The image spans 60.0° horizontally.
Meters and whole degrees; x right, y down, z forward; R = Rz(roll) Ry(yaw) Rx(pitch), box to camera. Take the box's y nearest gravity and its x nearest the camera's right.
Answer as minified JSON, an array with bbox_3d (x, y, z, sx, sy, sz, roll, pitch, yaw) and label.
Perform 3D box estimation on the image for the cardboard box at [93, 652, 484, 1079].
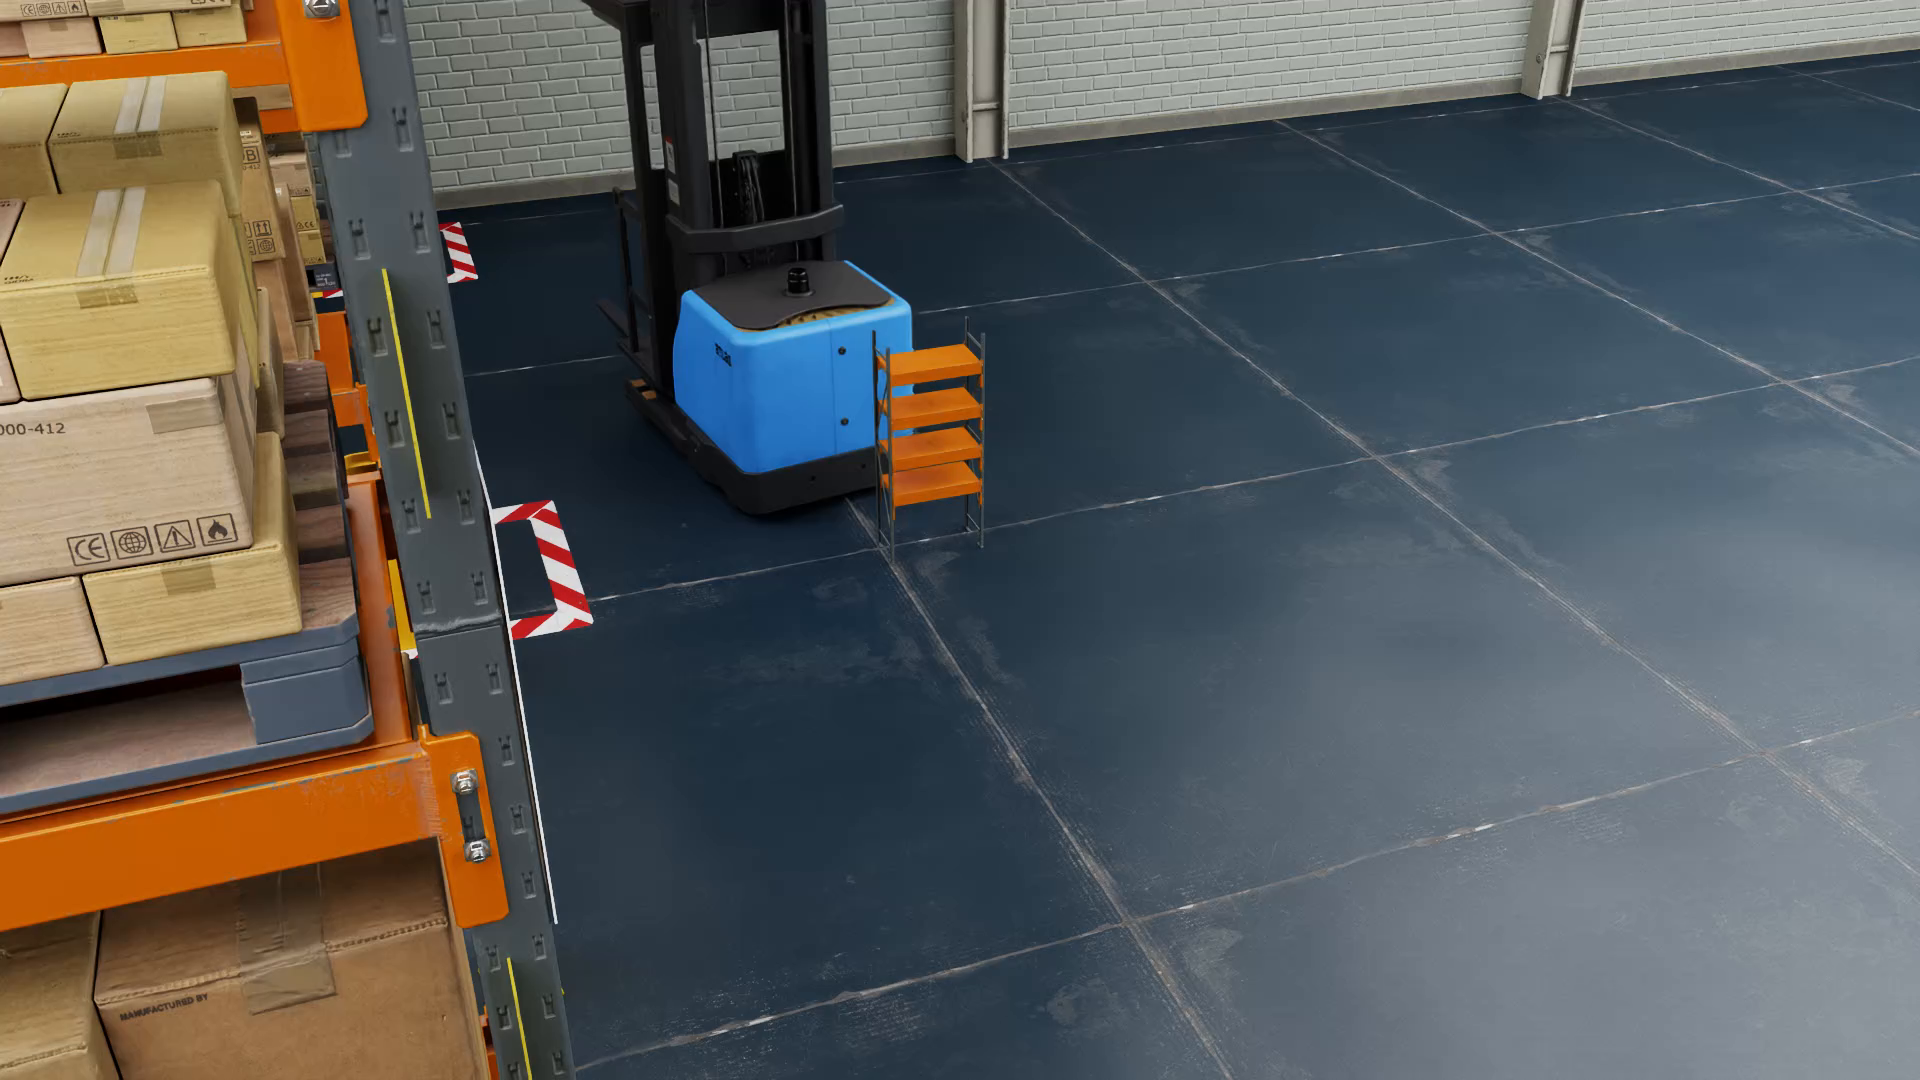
[{"bbox_3d":[-1.273,0.720,3.215,0.550,0.550,0.875,-10,31,-18],"label":"cardboard box"}]

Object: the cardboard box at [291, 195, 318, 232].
[{"bbox_3d":[-4.814,-2.350,11.692,0.500,0.250,0.500,-11,31,-18],"label":"cardboard box"}]

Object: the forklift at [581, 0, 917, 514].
[{"bbox_3d":[-1.398,-2.108,9.488,1.130,2.935,3.031,-15,33,-25],"label":"forklift"}]

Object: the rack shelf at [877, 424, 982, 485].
[{"bbox_3d":[-0.155,-0.434,8.436,0.480,0.148,0.258,-10,31,-18],"label":"rack shelf"}]

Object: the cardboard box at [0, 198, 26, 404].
[{"bbox_3d":[-1.344,-0.301,2.141,0.250,0.149,0.380,-10,31,-17],"label":"cardboard box"}]

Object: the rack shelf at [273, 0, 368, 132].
[{"bbox_3d":[-2.786,-0.567,1.786,4.000,0.370,1.077,-10,31,-18],"label":"rack shelf"}]

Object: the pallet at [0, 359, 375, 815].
[{"bbox_3d":[-1.603,0.076,2.646,1.213,0.211,1.003,-10,31,-18],"label":"pallet"}]

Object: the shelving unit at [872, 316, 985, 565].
[{"bbox_3d":[-0.155,-0.493,8.403,0.503,1.200,0.258,-10,31,-18],"label":"shelving unit"}]

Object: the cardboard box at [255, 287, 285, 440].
[{"bbox_3d":[-1.345,-0.302,2.948,0.250,0.149,0.380,-10,31,-17],"label":"cardboard box"}]

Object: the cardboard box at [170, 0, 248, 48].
[{"bbox_3d":[-2.969,-2.074,6.584,0.250,0.149,0.380,-10,31,-17],"label":"cardboard box"}]

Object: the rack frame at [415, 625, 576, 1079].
[{"bbox_3d":[-0.912,1.208,3.600,0.127,3.000,1.000,-10,31,-18],"label":"rack frame"}]

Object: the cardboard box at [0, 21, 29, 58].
[{"bbox_3d":[-3.713,-1.973,6.407,0.250,0.149,0.380,-10,31,-17],"label":"cardboard box"}]

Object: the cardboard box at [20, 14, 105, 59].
[{"bbox_3d":[-3.452,-1.986,6.429,0.250,0.149,0.380,-9,31,-16],"label":"cardboard box"}]

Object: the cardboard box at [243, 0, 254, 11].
[{"bbox_3d":[-3.157,-2.359,7.084,0.250,0.149,0.380,-10,31,-18],"label":"cardboard box"}]

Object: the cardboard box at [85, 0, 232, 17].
[{"bbox_3d":[-3.118,-2.225,6.447,0.500,0.250,0.500,-11,31,-18],"label":"cardboard box"}]

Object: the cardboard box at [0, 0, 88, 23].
[{"bbox_3d":[-3.595,-2.145,6.306,0.500,0.250,0.500,-11,31,-18],"label":"cardboard box"}]

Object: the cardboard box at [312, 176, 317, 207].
[{"bbox_3d":[-4.980,-2.594,12.121,0.500,0.250,0.500,-10,31,-17],"label":"cardboard box"}]

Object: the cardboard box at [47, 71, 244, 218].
[{"bbox_3d":[-1.336,-0.649,2.751,0.250,0.149,0.380,-10,31,-17],"label":"cardboard box"}]

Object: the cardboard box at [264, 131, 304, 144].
[{"bbox_3d":[-4.983,-2.801,11.979,0.500,0.250,0.500,-11,31,-18],"label":"cardboard box"}]

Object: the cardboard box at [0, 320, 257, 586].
[{"bbox_3d":[-1.273,-0.171,2.316,0.500,0.250,0.500,-10,31,-17],"label":"cardboard box"}]

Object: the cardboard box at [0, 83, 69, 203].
[{"bbox_3d":[-1.571,-0.606,2.676,0.250,0.149,0.380,-10,31,-17],"label":"cardboard box"}]

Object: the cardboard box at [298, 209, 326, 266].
[{"bbox_3d":[-4.797,-2.134,11.818,0.500,0.250,0.500,-10,31,-17],"label":"cardboard box"}]

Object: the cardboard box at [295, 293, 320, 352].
[{"bbox_3d":[-3.123,-1.000,7.728,0.250,0.149,0.380,-10,31,-17],"label":"cardboard box"}]

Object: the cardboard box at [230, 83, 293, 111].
[{"bbox_3d":[-4.837,-3.210,11.254,0.500,0.500,0.500,-11,32,-19],"label":"cardboard box"}]

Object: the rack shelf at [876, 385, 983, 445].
[{"bbox_3d":[-0.155,-0.629,8.325,0.480,0.148,0.258,-10,31,-18],"label":"rack shelf"}]

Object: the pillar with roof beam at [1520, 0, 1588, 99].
[{"bbox_3d":[7.314,-6.352,10.809,0.400,9.000,9.100,-10,31,-18],"label":"pillar with roof beam"}]

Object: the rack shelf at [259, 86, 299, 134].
[{"bbox_3d":[-6.341,-2.716,11.213,4.000,0.370,1.077,-10,31,-18],"label":"rack shelf"}]

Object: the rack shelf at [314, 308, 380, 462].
[{"bbox_3d":[-4.607,-0.414,7.172,4.000,0.370,1.077,-10,31,-18],"label":"rack shelf"}]

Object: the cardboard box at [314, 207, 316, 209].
[{"bbox_3d":[-4.995,-2.367,12.228,0.500,0.250,0.500,-10,31,-17],"label":"cardboard box"}]

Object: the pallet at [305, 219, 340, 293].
[{"bbox_3d":[-5.169,-2.011,12.066,1.213,0.211,1.003,-10,31,-18],"label":"pallet"}]

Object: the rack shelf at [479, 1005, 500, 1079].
[{"bbox_3d":[-2.786,1.866,3.172,4.000,0.370,1.077,-10,31,-18],"label":"rack shelf"}]

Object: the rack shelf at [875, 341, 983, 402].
[{"bbox_3d":[-0.155,-0.834,8.208,0.480,0.148,0.258,-10,31,-18],"label":"rack shelf"}]

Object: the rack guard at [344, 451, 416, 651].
[{"bbox_3d":[-2.804,0.028,8.196,0.348,0.500,1.175,-10,31,-18],"label":"rack guard"}]

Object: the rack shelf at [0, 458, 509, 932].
[{"bbox_3d":[-2.786,0.562,2.429,4.000,0.370,1.077,-10,31,-18],"label":"rack shelf"}]

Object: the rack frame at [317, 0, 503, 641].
[{"bbox_3d":[-0.912,-1.399,2.115,0.127,3.000,1.000,-10,31,-18],"label":"rack frame"}]

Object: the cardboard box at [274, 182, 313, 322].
[{"bbox_3d":[-3.273,-1.291,7.584,0.500,0.500,0.500,-11,31,-18],"label":"cardboard box"}]

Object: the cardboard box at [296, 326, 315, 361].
[{"bbox_3d":[-3.008,-0.798,7.375,0.250,0.149,0.380,-9,31,-16],"label":"cardboard box"}]

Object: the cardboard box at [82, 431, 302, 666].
[{"bbox_3d":[-1.105,0.002,2.414,0.250,0.149,0.380,-11,31,-18],"label":"cardboard box"}]

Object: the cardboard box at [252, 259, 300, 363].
[{"bbox_3d":[-3.145,-1.023,7.113,0.500,0.500,0.500,-11,31,-19],"label":"cardboard box"}]

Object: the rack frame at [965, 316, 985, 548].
[{"bbox_3d":[0.074,-0.535,8.477,0.015,1.200,0.240,-10,31,-18],"label":"rack frame"}]

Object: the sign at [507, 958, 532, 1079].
[{"bbox_3d":[-0.736,0.856,2.809,0.005,0.325,0.100,-10,31,-18],"label":"sign"}]

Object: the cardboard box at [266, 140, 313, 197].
[{"bbox_3d":[-4.790,-2.572,11.577,0.500,0.250,0.500,-9,31,-16],"label":"cardboard box"}]

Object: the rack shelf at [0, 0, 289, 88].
[{"bbox_3d":[-4.607,-1.717,6.430,4.000,0.370,1.077,-10,31,-18],"label":"rack shelf"}]

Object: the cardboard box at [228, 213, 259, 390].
[{"bbox_3d":[-1.454,-0.421,2.755,0.500,0.250,0.500,-11,31,-18],"label":"cardboard box"}]

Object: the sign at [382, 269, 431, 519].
[{"bbox_3d":[-0.736,-0.192,2.212,0.005,0.325,0.100,-10,31,-18],"label":"sign"}]

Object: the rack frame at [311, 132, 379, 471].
[{"bbox_3d":[-2.733,-1.071,7.600,0.127,3.000,1.000,-10,31,-18],"label":"rack frame"}]

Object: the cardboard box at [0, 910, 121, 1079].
[{"bbox_3d":[-1.756,0.857,2.973,0.550,0.550,0.875,-10,31,-18],"label":"cardboard box"}]

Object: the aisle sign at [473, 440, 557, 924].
[{"bbox_3d":[-0.741,0.205,2.734,0.004,0.787,0.394,-10,31,-18],"label":"aisle sign"}]

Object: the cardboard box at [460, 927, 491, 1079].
[{"bbox_3d":[-1.244,1.228,3.413,0.550,0.550,0.875,-10,31,-18],"label":"cardboard box"}]

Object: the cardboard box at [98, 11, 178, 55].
[{"bbox_3d":[-3.191,-2.016,6.482,0.250,0.149,0.380,-10,31,-17],"label":"cardboard box"}]

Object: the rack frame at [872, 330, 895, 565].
[{"bbox_3d":[-0.384,-0.451,8.329,0.015,1.200,0.240,-10,31,-18],"label":"rack frame"}]

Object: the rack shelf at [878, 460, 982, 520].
[{"bbox_3d":[-0.155,-0.262,8.534,0.480,0.148,0.258,-10,31,-18],"label":"rack shelf"}]

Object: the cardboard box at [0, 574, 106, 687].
[{"bbox_3d":[-1.342,0.045,2.338,0.250,0.149,0.380,-10,31,-17],"label":"cardboard box"}]

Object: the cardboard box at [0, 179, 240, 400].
[{"bbox_3d":[-1.109,-0.343,2.215,0.250,0.149,0.380,-10,31,-17],"label":"cardboard box"}]

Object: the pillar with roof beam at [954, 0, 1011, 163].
[{"bbox_3d":[1.691,-5.317,8.991,0.400,9.000,9.100,-10,31,-18],"label":"pillar with roof beam"}]

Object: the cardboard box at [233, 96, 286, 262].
[{"bbox_3d":[-3.135,-1.489,6.922,0.500,0.500,0.700,-11,32,-19],"label":"cardboard box"}]

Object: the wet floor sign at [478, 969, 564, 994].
[{"bbox_3d":[-1.575,1.307,5.804,0.232,0.644,0.267,-16,33,-26],"label":"wet floor sign"}]
